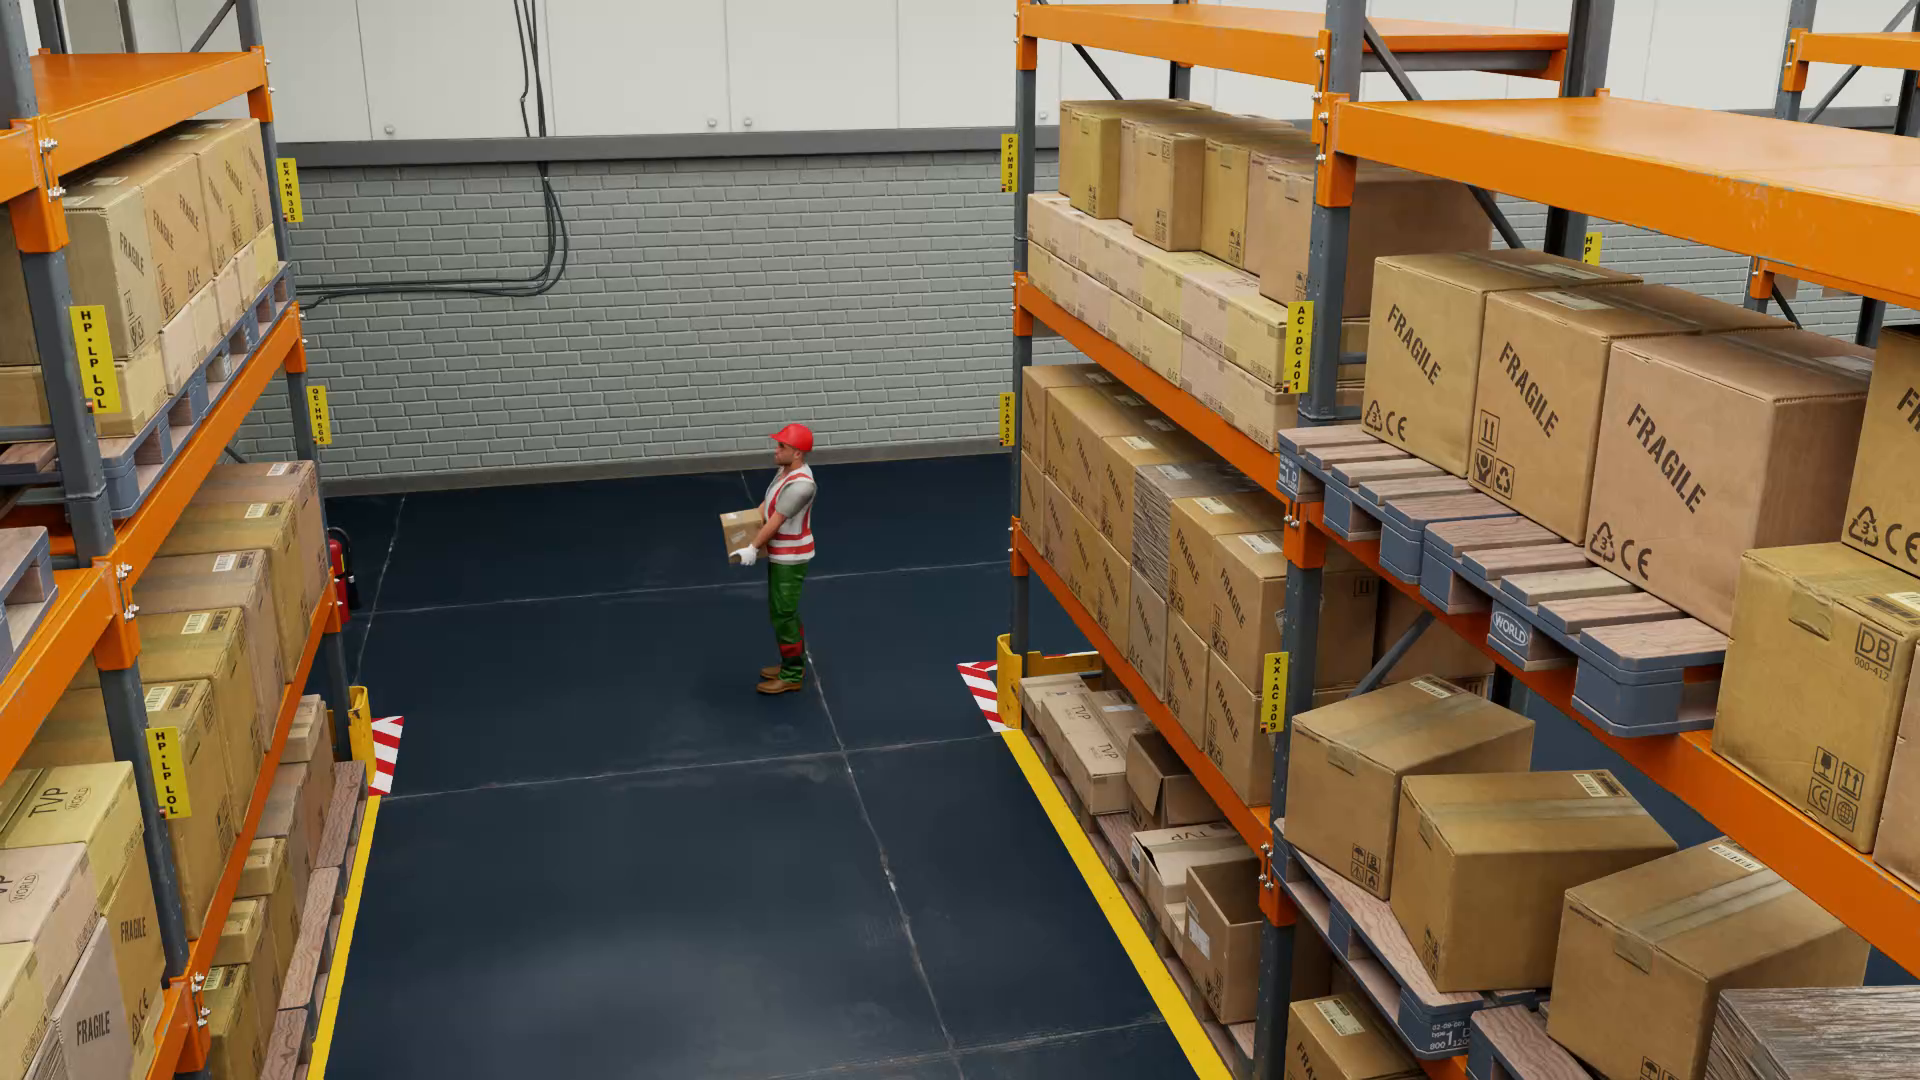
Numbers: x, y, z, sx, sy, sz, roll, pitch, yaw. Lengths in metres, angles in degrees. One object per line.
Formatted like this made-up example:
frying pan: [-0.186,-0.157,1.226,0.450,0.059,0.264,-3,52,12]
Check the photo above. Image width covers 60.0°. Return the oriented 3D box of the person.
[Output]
person: [-1.205,0.122,10.698,0.571,1.782,0.493,-4,20,-12]
